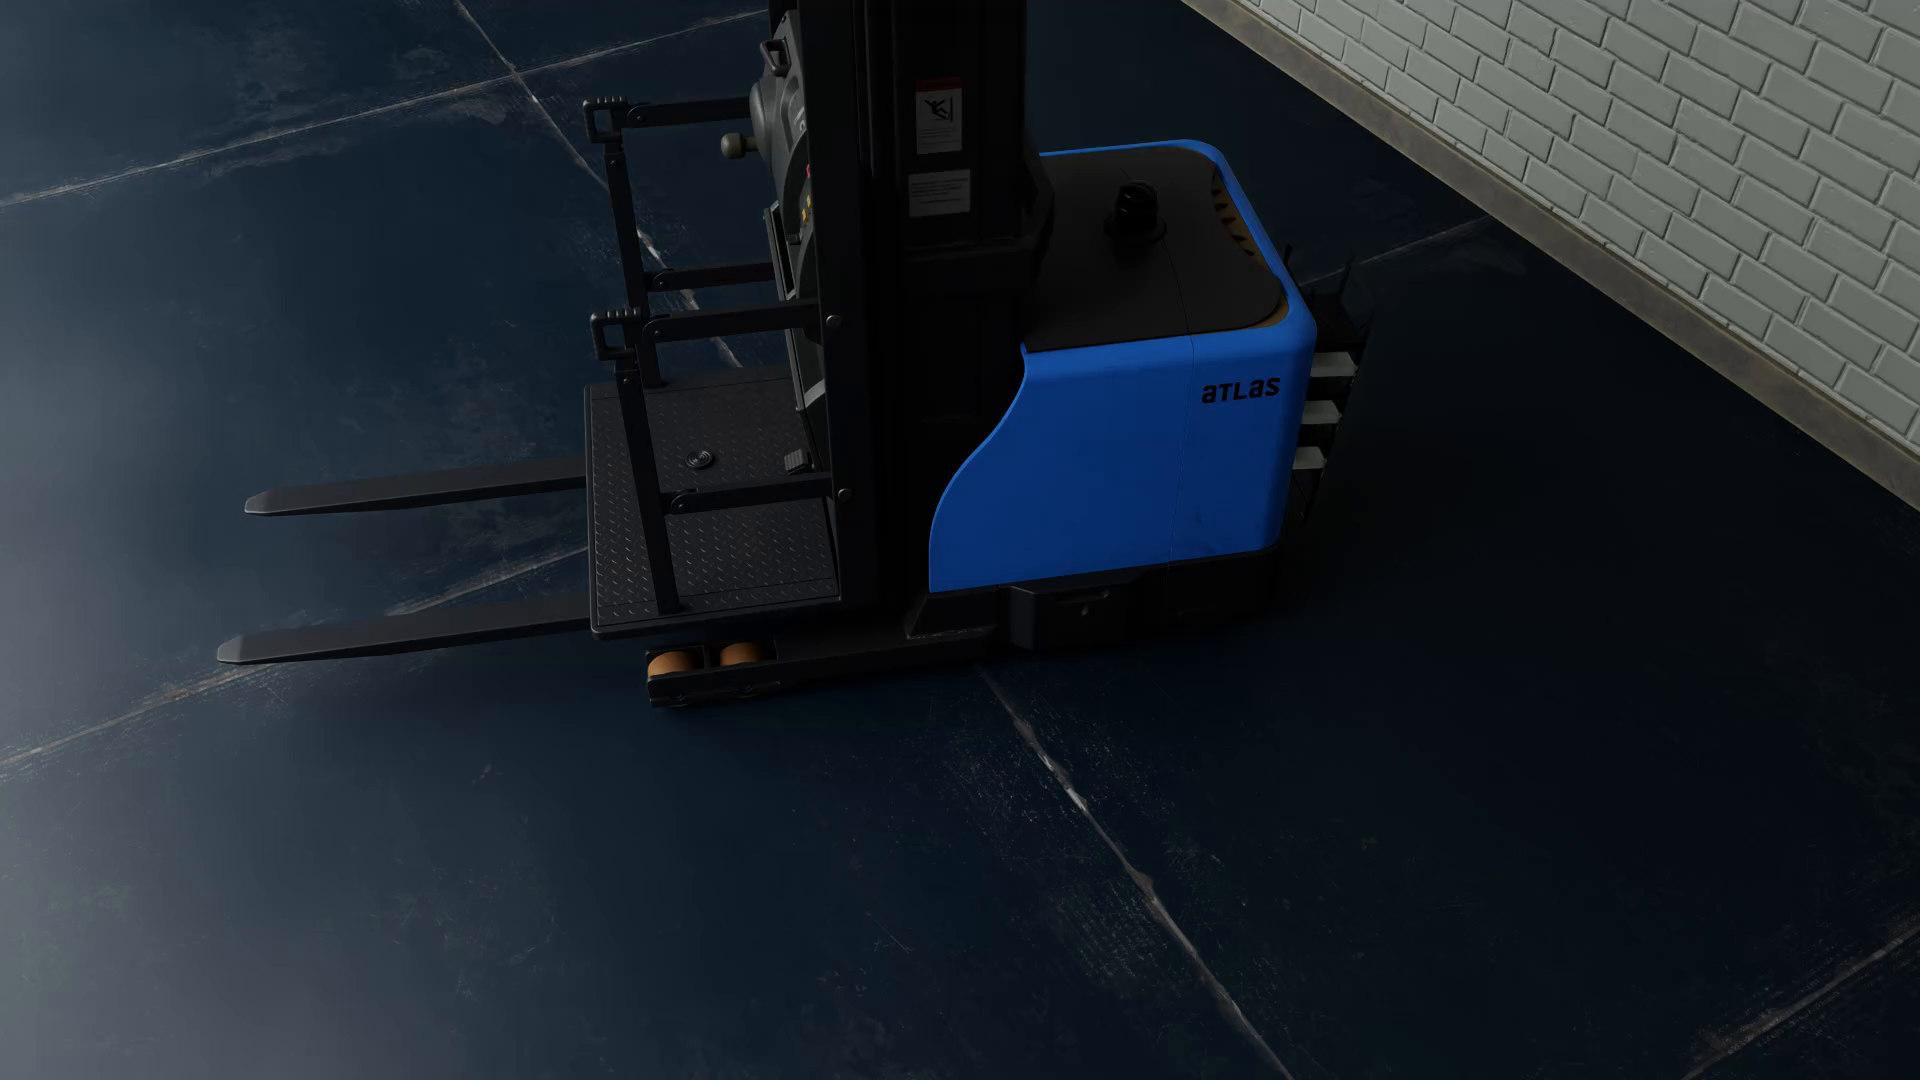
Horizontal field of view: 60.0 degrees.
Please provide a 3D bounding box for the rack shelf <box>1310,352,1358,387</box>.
[{"bbox_3d":[1.042,-0.561,4.960,0.200,0.077,0.258,-3,44,-11],"label":"rack shelf"}]

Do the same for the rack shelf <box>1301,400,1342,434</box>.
[{"bbox_3d":[1.024,-0.430,5.082,0.200,0.077,0.258,-3,44,-11],"label":"rack shelf"}]

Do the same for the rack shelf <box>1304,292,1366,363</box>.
[{"bbox_3d":[1.051,-0.626,4.898,0.200,0.077,0.258,-3,44,-11],"label":"rack shelf"}]

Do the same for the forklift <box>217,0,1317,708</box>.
[{"bbox_3d":[-0.621,-0.974,4.149,3.031,2.935,1.130,-7,45,-7],"label":"forklift"}]

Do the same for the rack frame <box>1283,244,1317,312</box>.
[{"bbox_3d":[0.928,-0.449,5.039,0.006,0.900,0.240,-3,44,-11],"label":"rack frame"}]

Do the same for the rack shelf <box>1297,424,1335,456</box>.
[{"bbox_3d":[1.015,-0.364,5.143,0.200,0.077,0.258,-3,44,-11],"label":"rack shelf"}]

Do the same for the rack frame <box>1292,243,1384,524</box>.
[{"bbox_3d":[1.127,-0.459,5.079,0.006,0.900,0.240,-3,44,-11],"label":"rack frame"}]

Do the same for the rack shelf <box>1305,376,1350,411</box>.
[{"bbox_3d":[1.033,-0.495,5.021,0.200,0.077,0.258,-3,44,-11],"label":"rack shelf"}]

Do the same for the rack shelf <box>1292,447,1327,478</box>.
[{"bbox_3d":[1.005,-0.299,5.204,0.200,0.077,0.258,-3,44,-11],"label":"rack shelf"}]

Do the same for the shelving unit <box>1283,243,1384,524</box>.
[{"bbox_3d":[1.027,-0.454,5.059,0.210,0.900,0.258,-3,44,-11],"label":"shelving unit"}]
